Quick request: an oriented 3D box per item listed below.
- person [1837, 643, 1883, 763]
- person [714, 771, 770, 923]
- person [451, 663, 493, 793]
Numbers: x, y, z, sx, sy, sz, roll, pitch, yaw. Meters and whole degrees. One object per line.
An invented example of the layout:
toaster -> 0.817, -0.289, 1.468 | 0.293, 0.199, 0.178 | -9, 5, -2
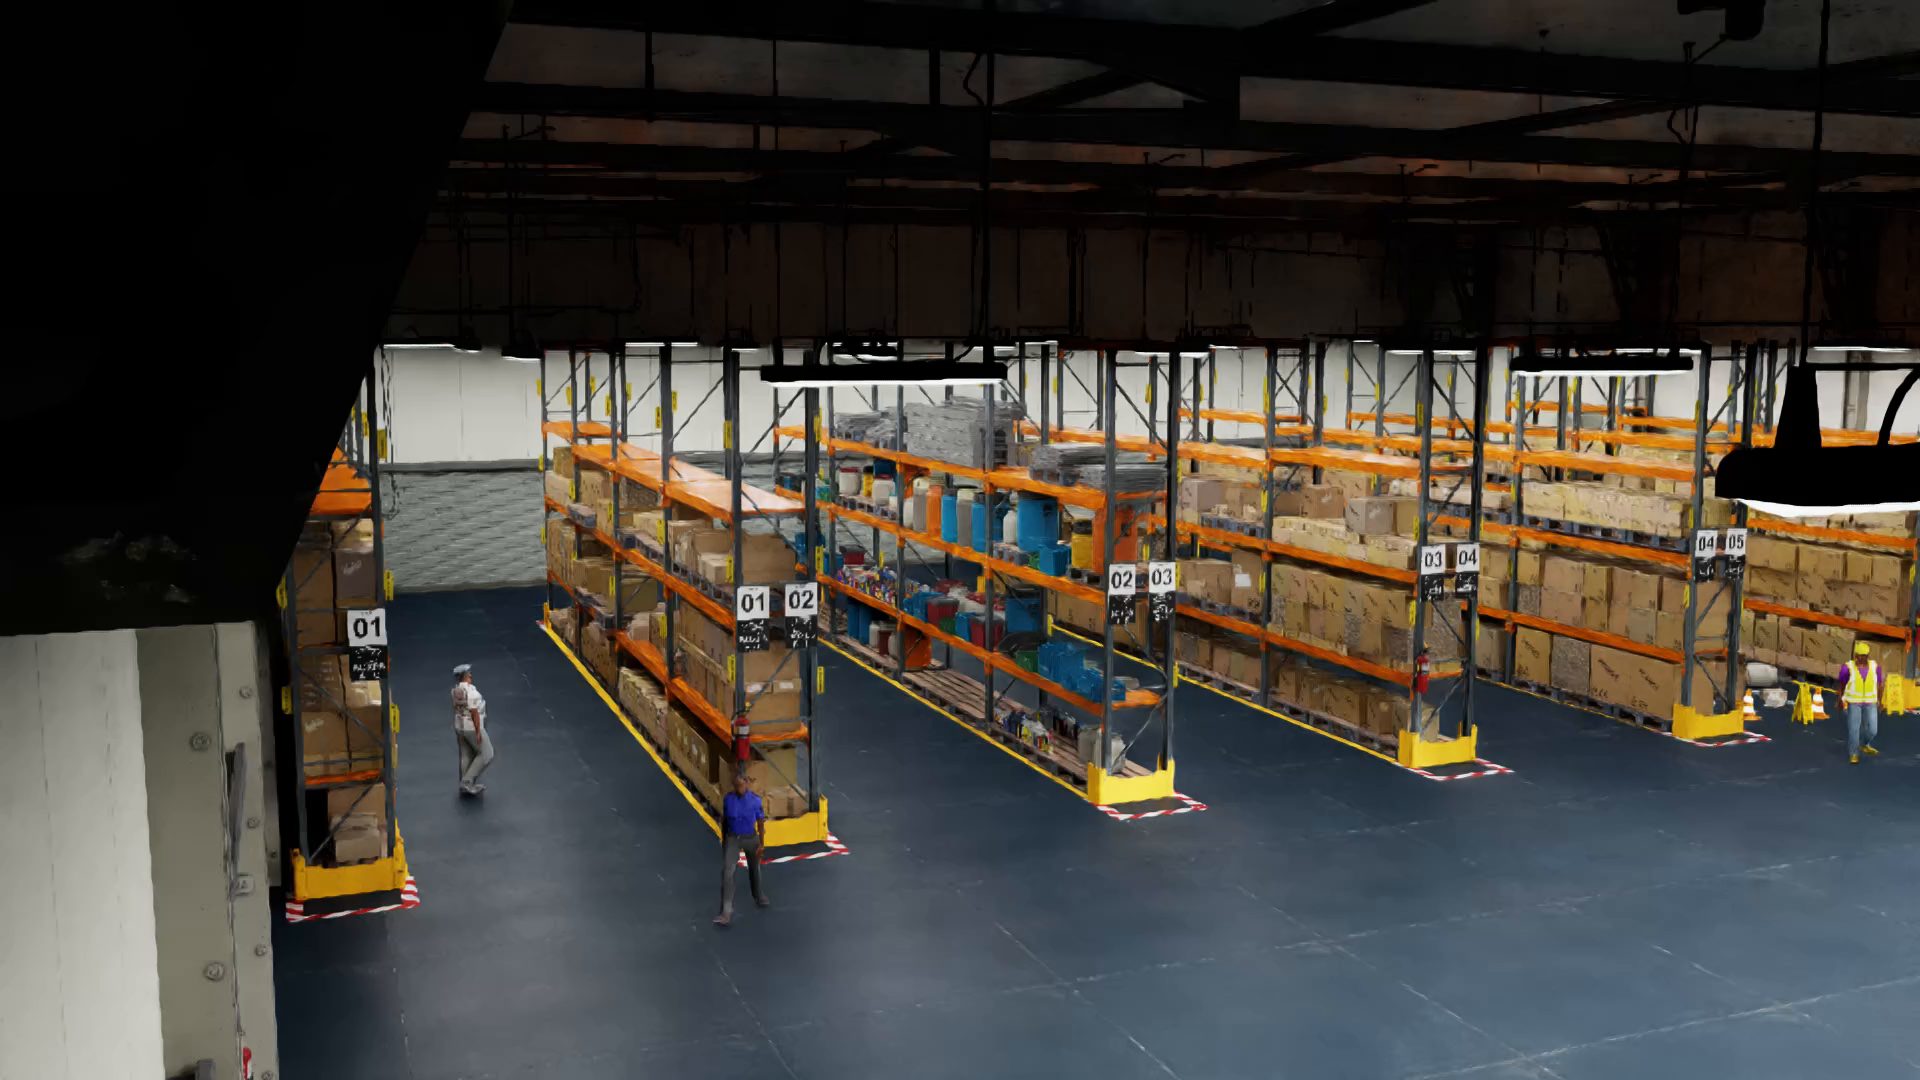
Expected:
person -> 13.036, 2.339, 24.091 | 0.615, 1.759, 0.575 | 2, 8, 15
person -> -2.330, 3.238, 17.787 | 0.492, 1.589, 0.932 | 0, 7, 2
person -> -6.618, 2.553, 22.417 | 0.586, 1.754, 0.468 | 7, 10, 41
